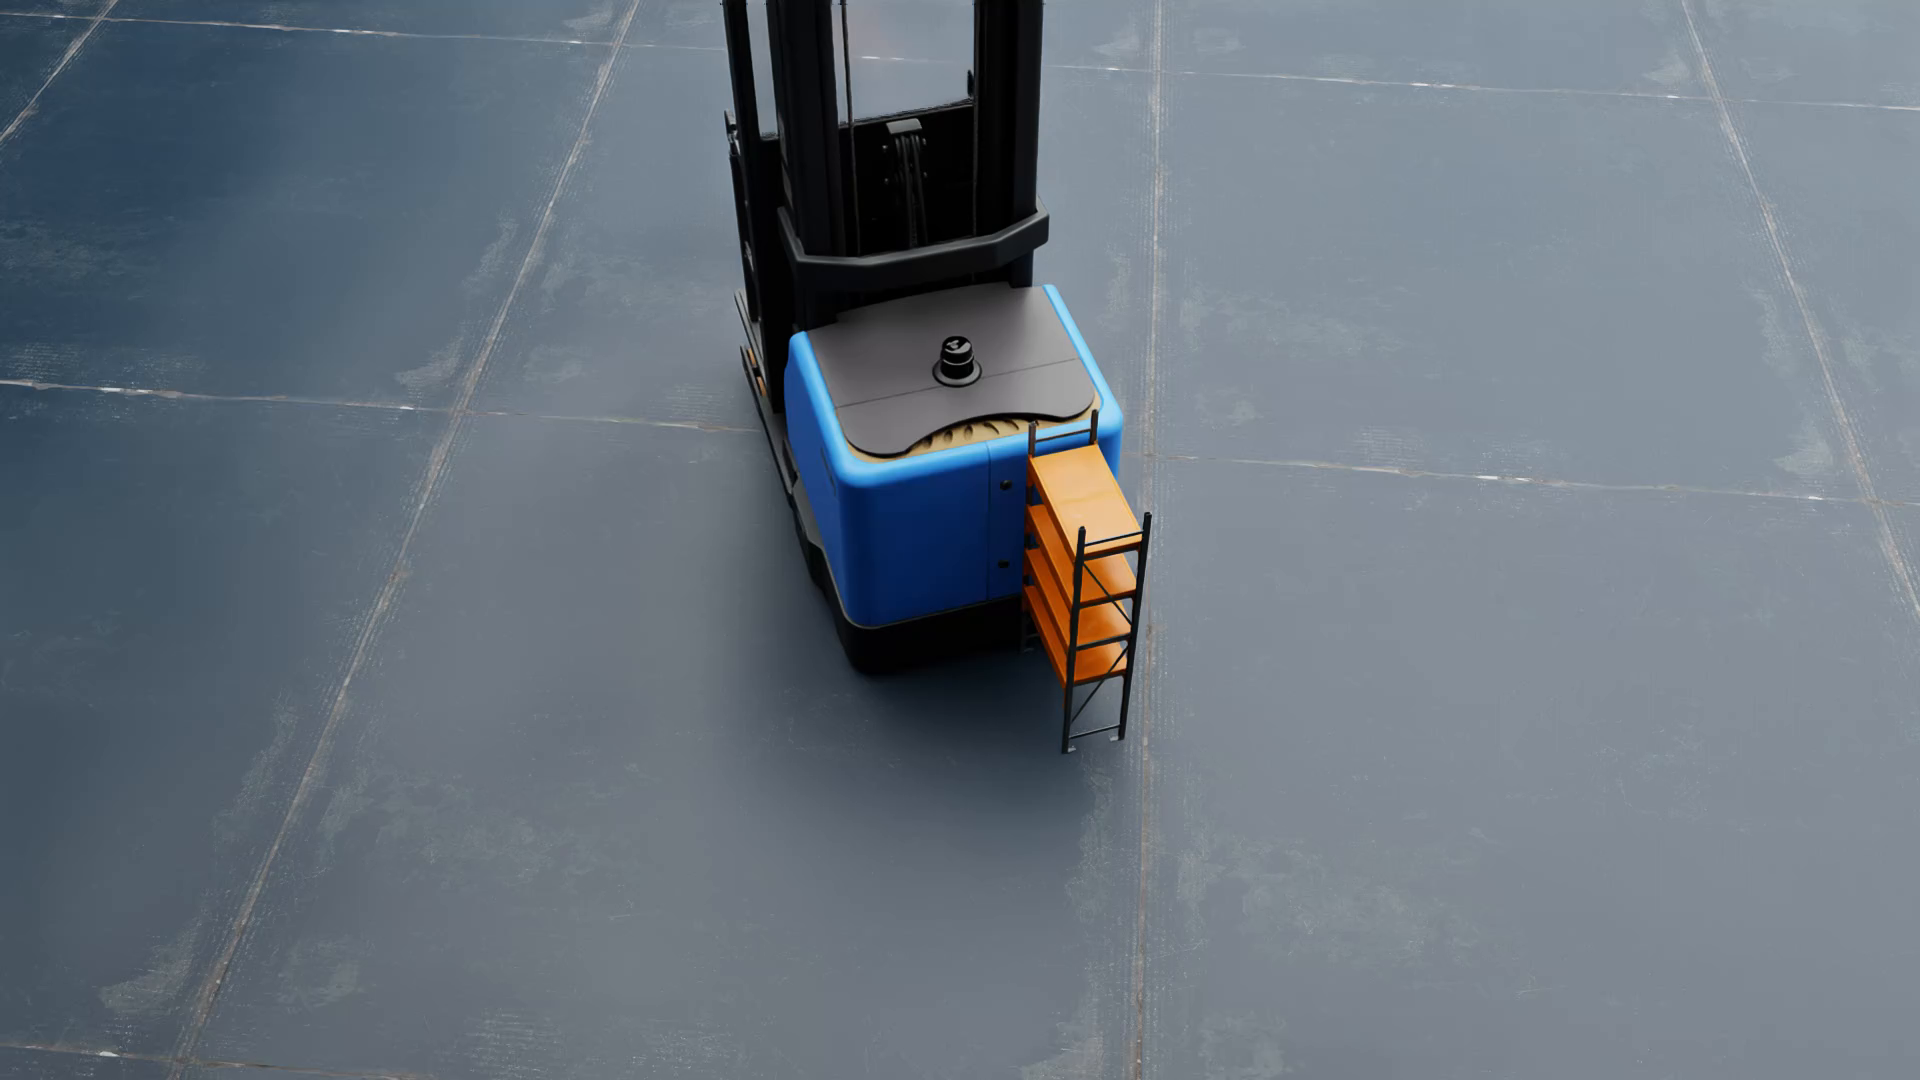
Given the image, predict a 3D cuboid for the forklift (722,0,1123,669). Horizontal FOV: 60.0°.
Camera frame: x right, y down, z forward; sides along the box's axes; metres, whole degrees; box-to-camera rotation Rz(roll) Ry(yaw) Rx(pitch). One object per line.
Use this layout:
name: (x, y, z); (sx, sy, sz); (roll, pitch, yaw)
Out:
forklift: (-0.333, -1.619, 6.244); (1.130, 2.935, 3.031); (-13, 49, -11)

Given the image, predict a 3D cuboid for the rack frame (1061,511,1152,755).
rack frame: (0.484, 0.344, 5.623); (0.240, 1.200, 0.015); (-13, 49, -11)

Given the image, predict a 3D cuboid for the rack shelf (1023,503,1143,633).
rack shelf: (0.414, 0.066, 5.665); (0.258, 0.148, 0.480); (-13, 49, -11)

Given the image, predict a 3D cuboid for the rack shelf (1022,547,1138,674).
rack shelf: (0.414, 0.217, 5.830); (0.258, 0.148, 0.480); (-13, 49, -11)

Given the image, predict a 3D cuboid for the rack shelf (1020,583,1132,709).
rack shelf: (0.414, 0.351, 5.976); (0.258, 0.148, 0.480); (-13, 49, -11)

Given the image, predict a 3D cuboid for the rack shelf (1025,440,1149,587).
rack shelf: (0.414, -0.094, 5.490); (0.258, 0.148, 0.480); (-13, 49, -11)

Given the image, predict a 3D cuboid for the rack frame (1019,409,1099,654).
rack frame: (0.343, -0.001, 5.938); (0.240, 1.200, 0.015); (-13, 49, -11)

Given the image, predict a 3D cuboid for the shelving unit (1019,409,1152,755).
shelving unit: (0.414, 0.171, 5.780); (0.258, 1.200, 0.503); (-13, 49, -11)
